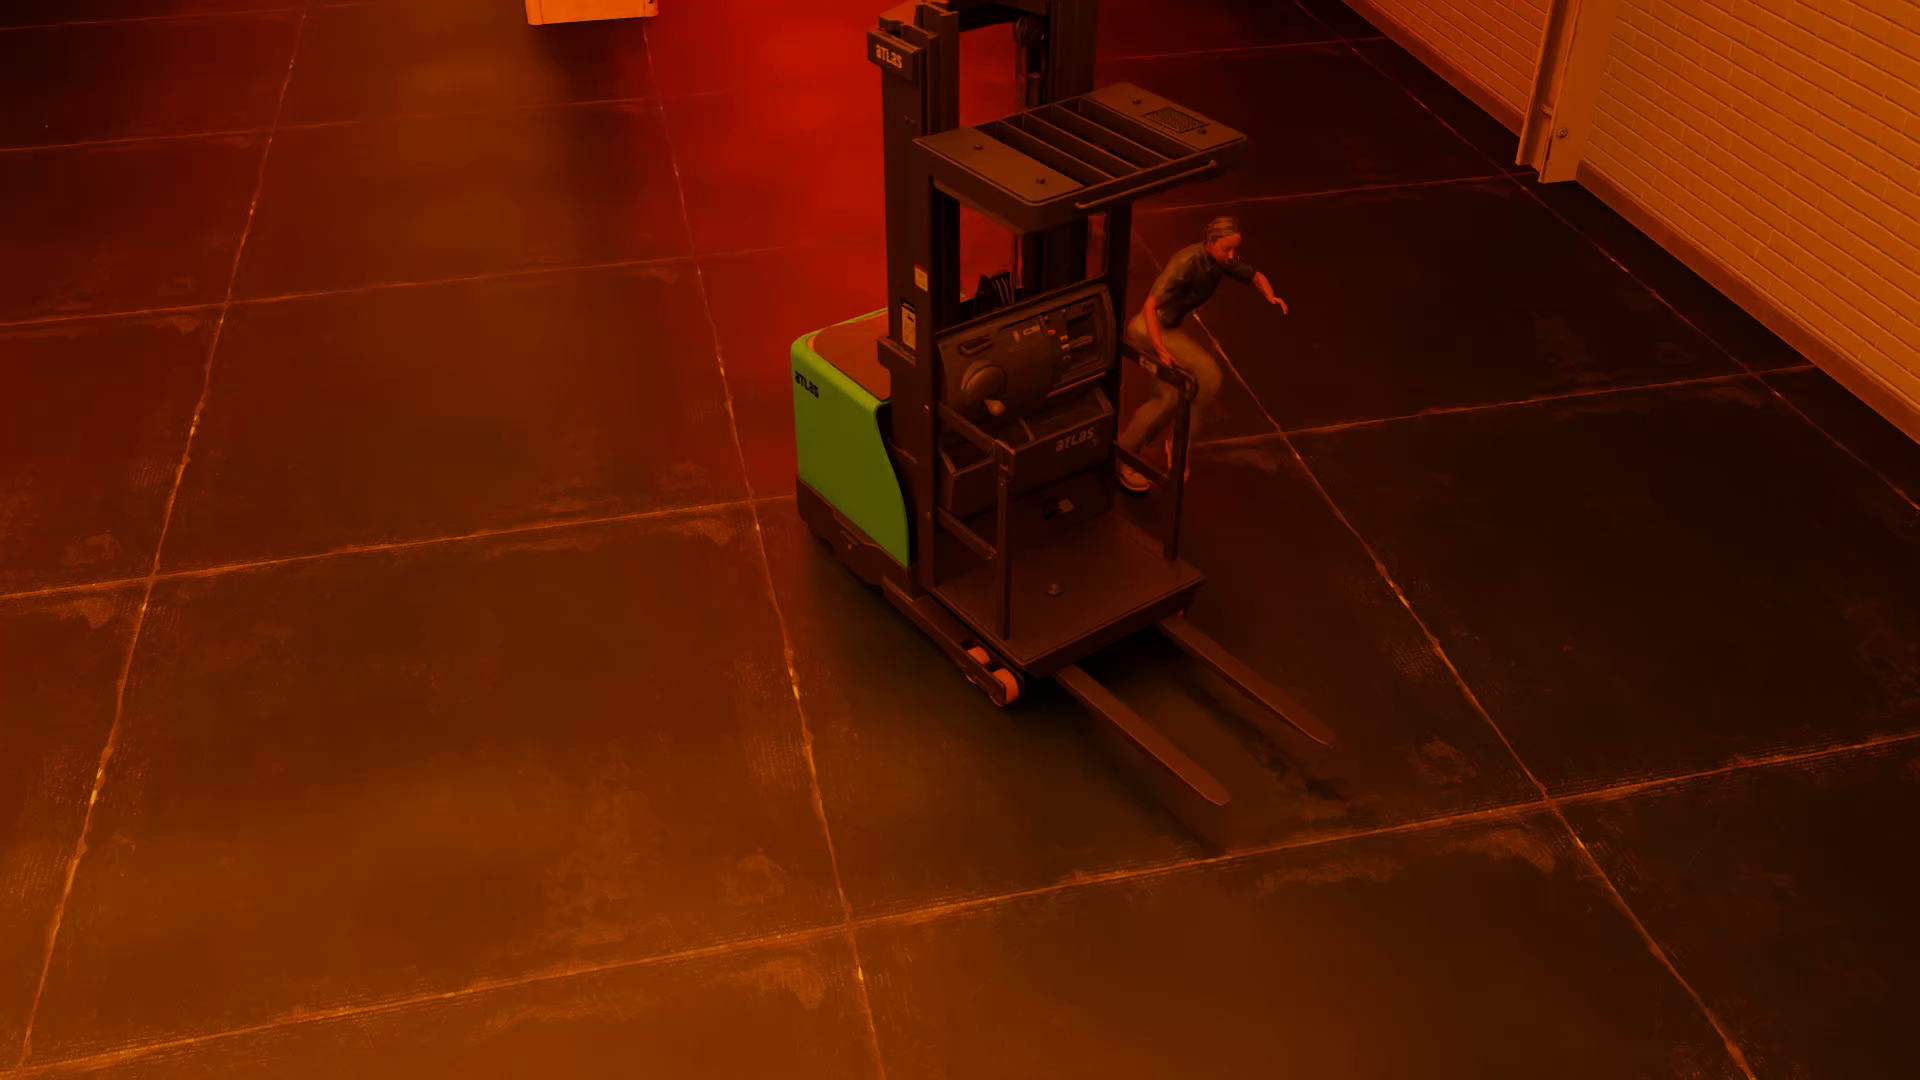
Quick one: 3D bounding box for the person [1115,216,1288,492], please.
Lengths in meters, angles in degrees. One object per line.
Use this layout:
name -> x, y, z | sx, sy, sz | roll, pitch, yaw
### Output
person -> 1.232, -0.985, 8.675 | 0.841, 1.427, 0.899 | 16, 39, 20

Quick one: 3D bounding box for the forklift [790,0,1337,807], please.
forklift -> 0.430, -0.766, 7.114 | 1.130, 2.935, 3.031 | -23, 42, -29
